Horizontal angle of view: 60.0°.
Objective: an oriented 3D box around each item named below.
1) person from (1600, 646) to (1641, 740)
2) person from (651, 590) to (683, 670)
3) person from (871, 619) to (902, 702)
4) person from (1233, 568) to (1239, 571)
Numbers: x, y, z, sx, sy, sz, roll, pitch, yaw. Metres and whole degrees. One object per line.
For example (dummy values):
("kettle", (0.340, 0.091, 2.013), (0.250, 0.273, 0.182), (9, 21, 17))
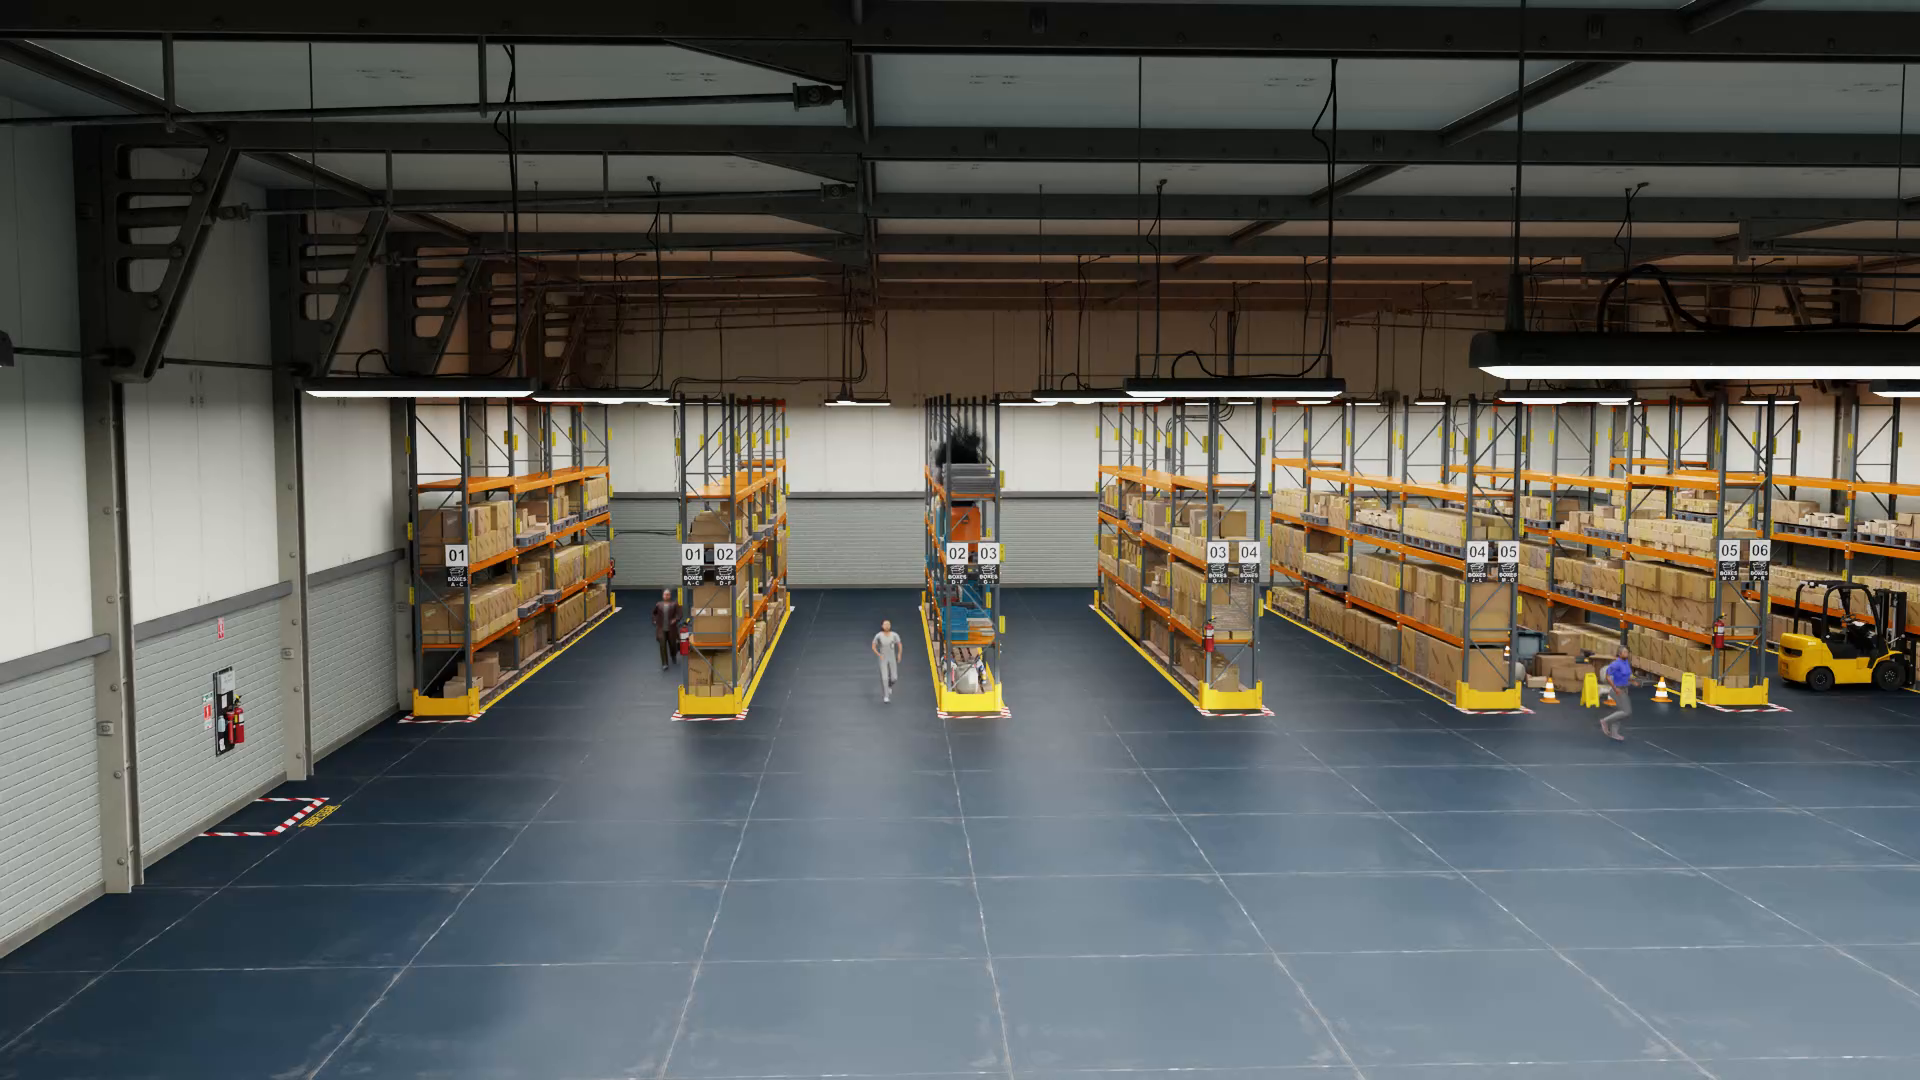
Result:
("person", (11.459, 2.648, 28.801), (0.578, 1.625, 0.567), (4, 6, 44))
("person", (-6.451, 1.966, 36.567), (0.716, 1.737, 0.836), (0, 5, -2))
("person", (-1.430, 2.342, 32.483), (0.610, 1.624, 0.597), (-1, 5, -14))
("person", (7.692, 1.206, 46.944), (0.587, 1.701, 0.856), (1, 5, 9))
